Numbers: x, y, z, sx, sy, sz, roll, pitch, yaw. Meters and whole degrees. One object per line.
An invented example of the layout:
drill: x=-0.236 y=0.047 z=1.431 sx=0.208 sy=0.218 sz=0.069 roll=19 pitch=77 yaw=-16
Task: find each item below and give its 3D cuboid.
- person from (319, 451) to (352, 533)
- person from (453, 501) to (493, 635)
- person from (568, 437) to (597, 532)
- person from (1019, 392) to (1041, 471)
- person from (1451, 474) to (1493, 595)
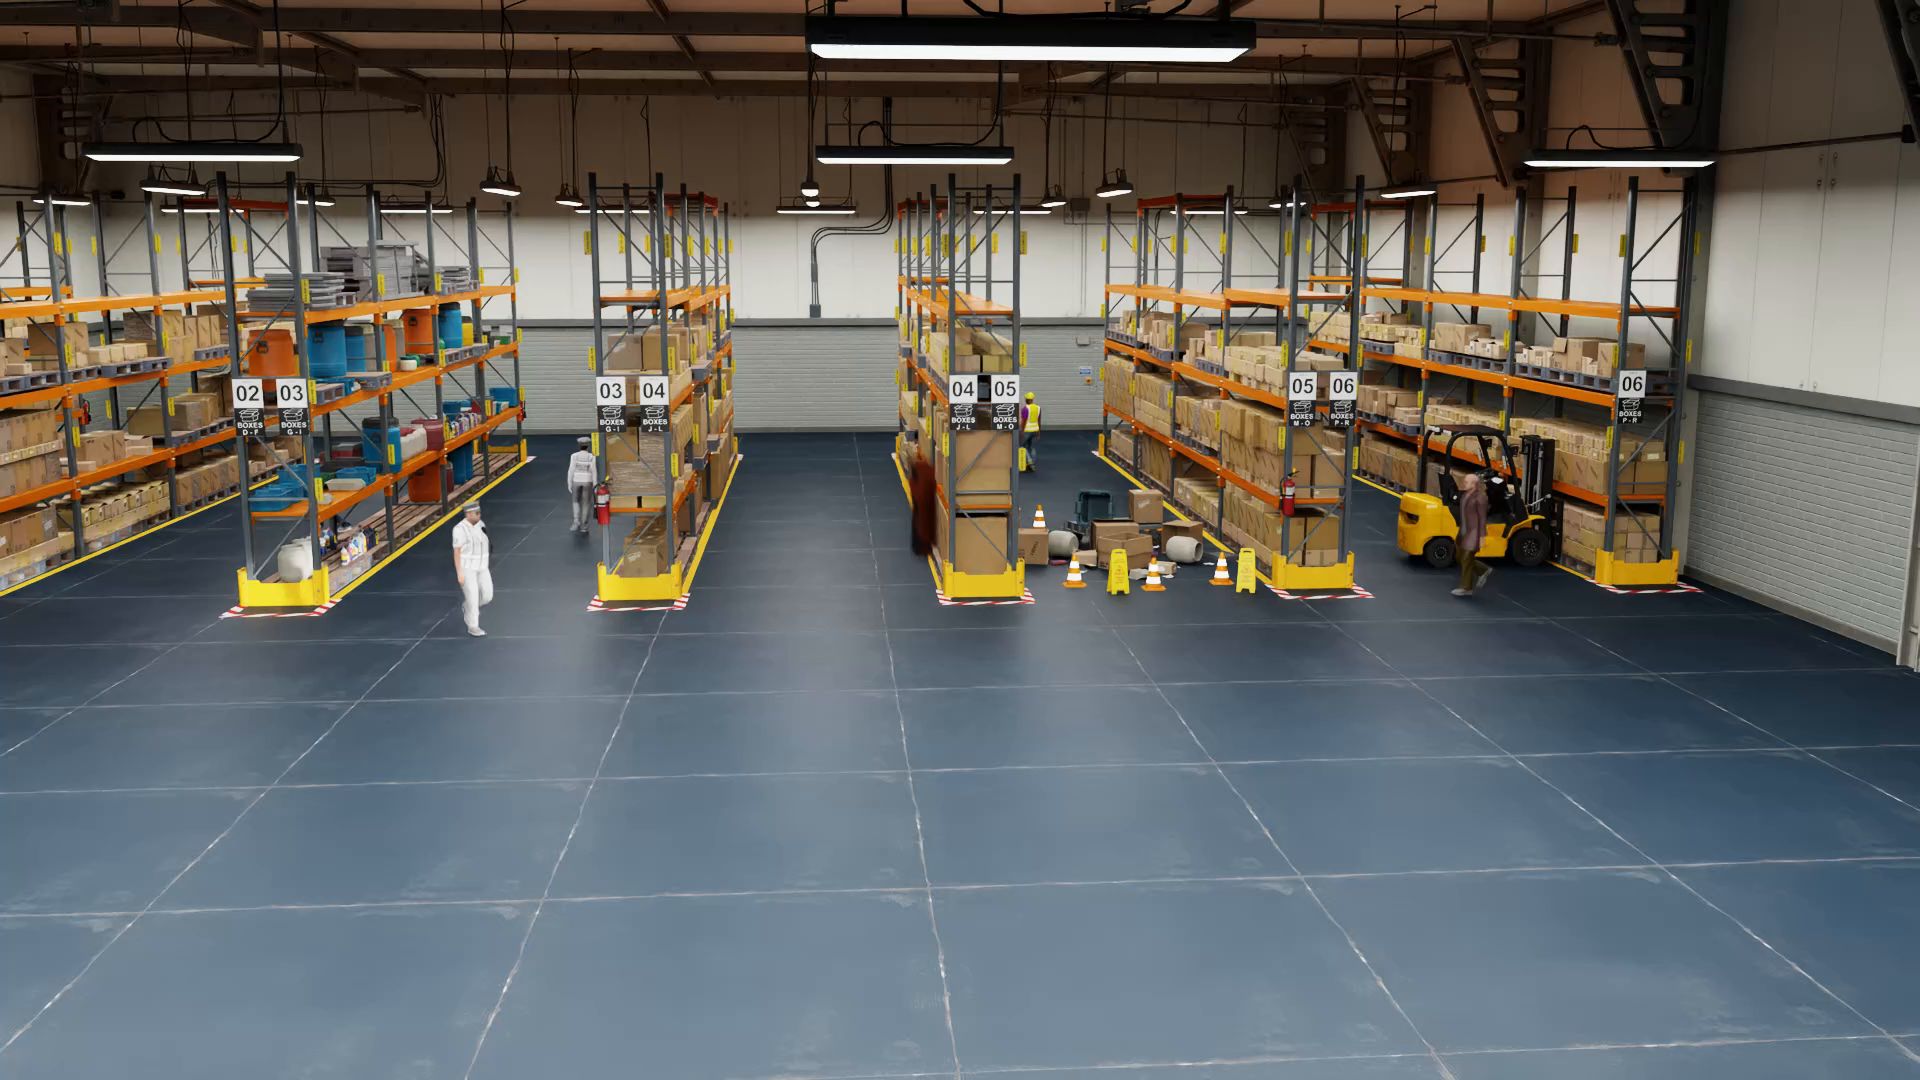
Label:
person: x=-10.790 y=-0.744 z=28.310 sx=0.780 sy=1.564 sz=0.426 roll=2 pitch=10 yaw=13
person: x=-6.383 y=0.341 z=21.622 sx=0.663 sy=1.740 sz=0.534 roll=8 pitch=13 yaw=39
person: x=-6.655 y=-0.967 z=29.324 sx=0.517 sy=1.674 sz=0.434 roll=0 pitch=10 yaw=-2
person: x=1.587 y=-2.434 z=37.408 sx=0.616 sy=1.767 sz=0.467 roll=-9 pitch=13 yaw=-40
person: x=7.451 y=-0.088 z=24.035 sx=0.766 sy=1.760 sz=0.585 roll=-3 pitch=11 yaw=-19
